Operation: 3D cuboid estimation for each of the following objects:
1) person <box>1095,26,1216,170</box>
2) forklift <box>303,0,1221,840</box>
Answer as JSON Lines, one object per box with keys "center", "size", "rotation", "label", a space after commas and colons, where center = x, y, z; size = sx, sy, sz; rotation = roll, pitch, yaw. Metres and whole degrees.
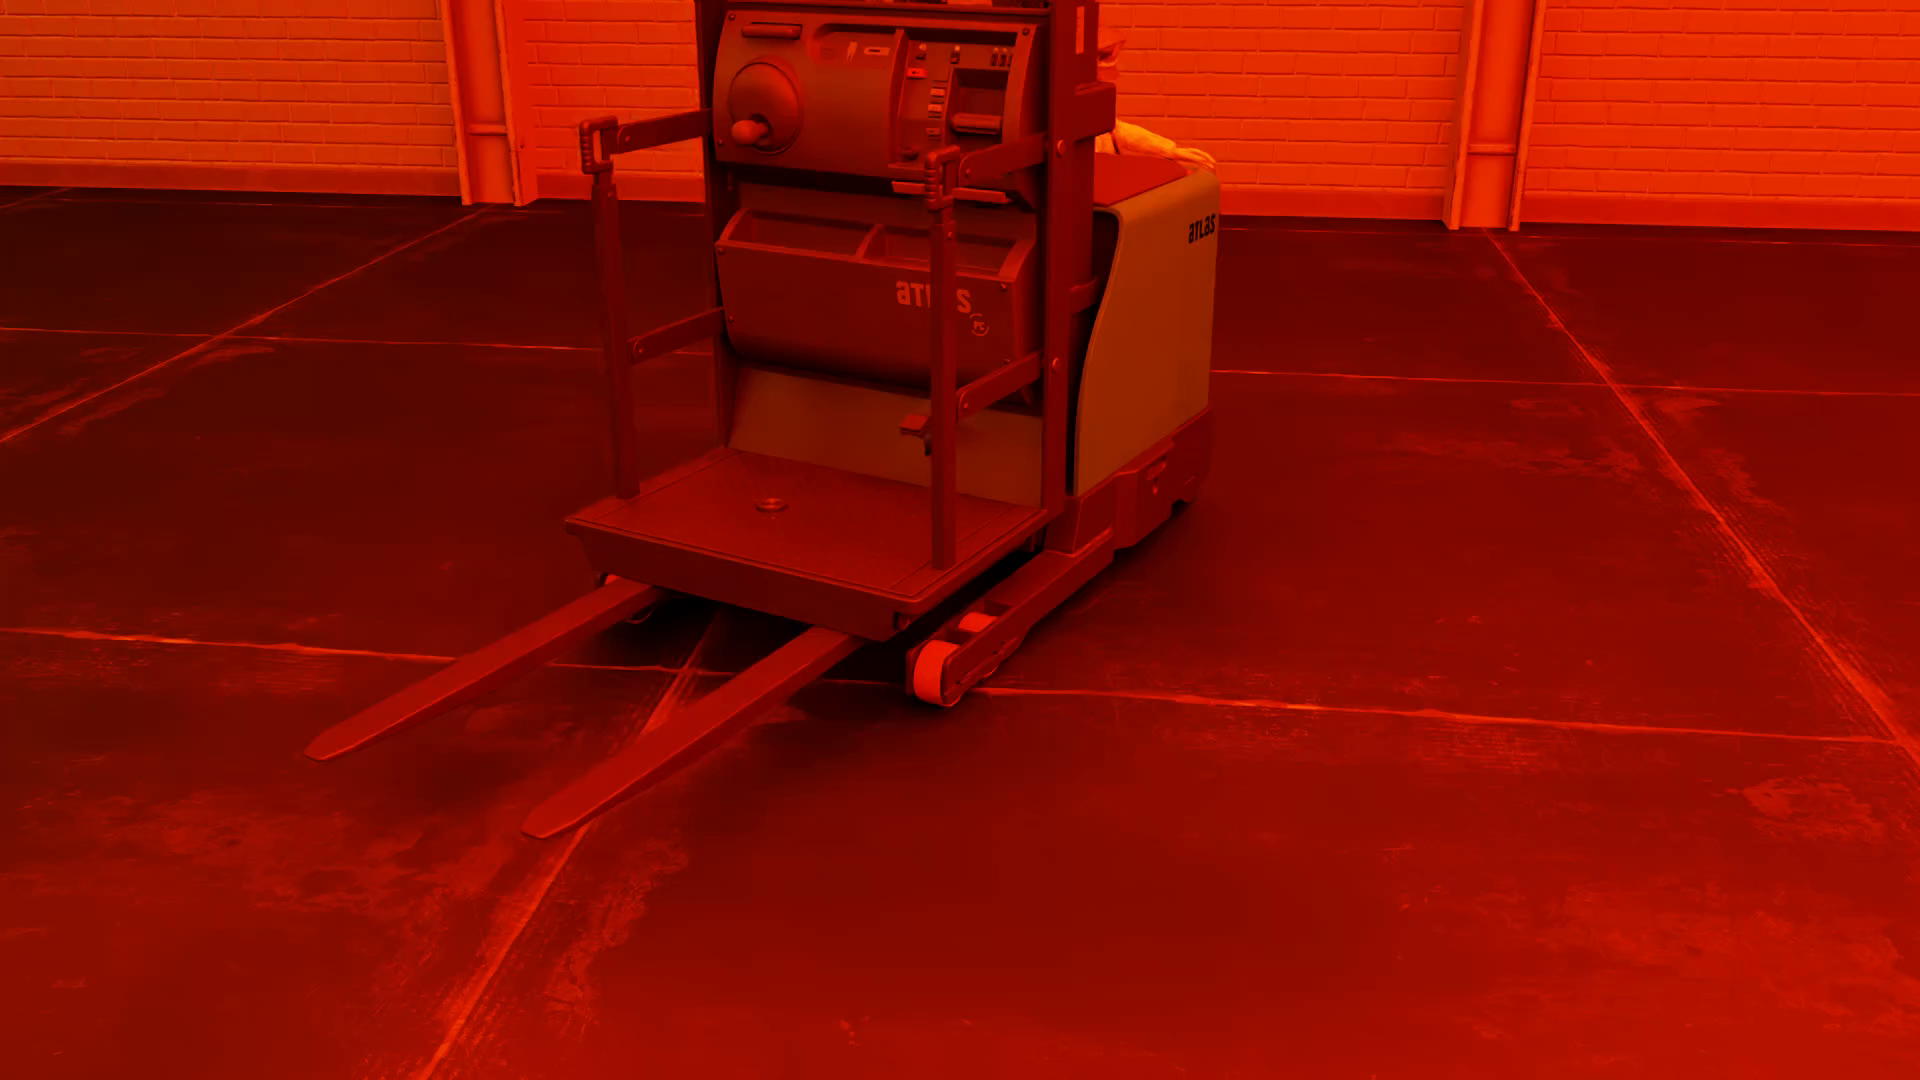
{"center": [0.581, -1.109, 5.989], "size": [0.742, 1.438, 0.852], "rotation": [10, 24, 23], "label": "person"}
{"center": [-0.339, -1.137, 4.077], "size": [1.130, 2.935, 3.031], "rotation": [12, 25, 27], "label": "forklift"}
